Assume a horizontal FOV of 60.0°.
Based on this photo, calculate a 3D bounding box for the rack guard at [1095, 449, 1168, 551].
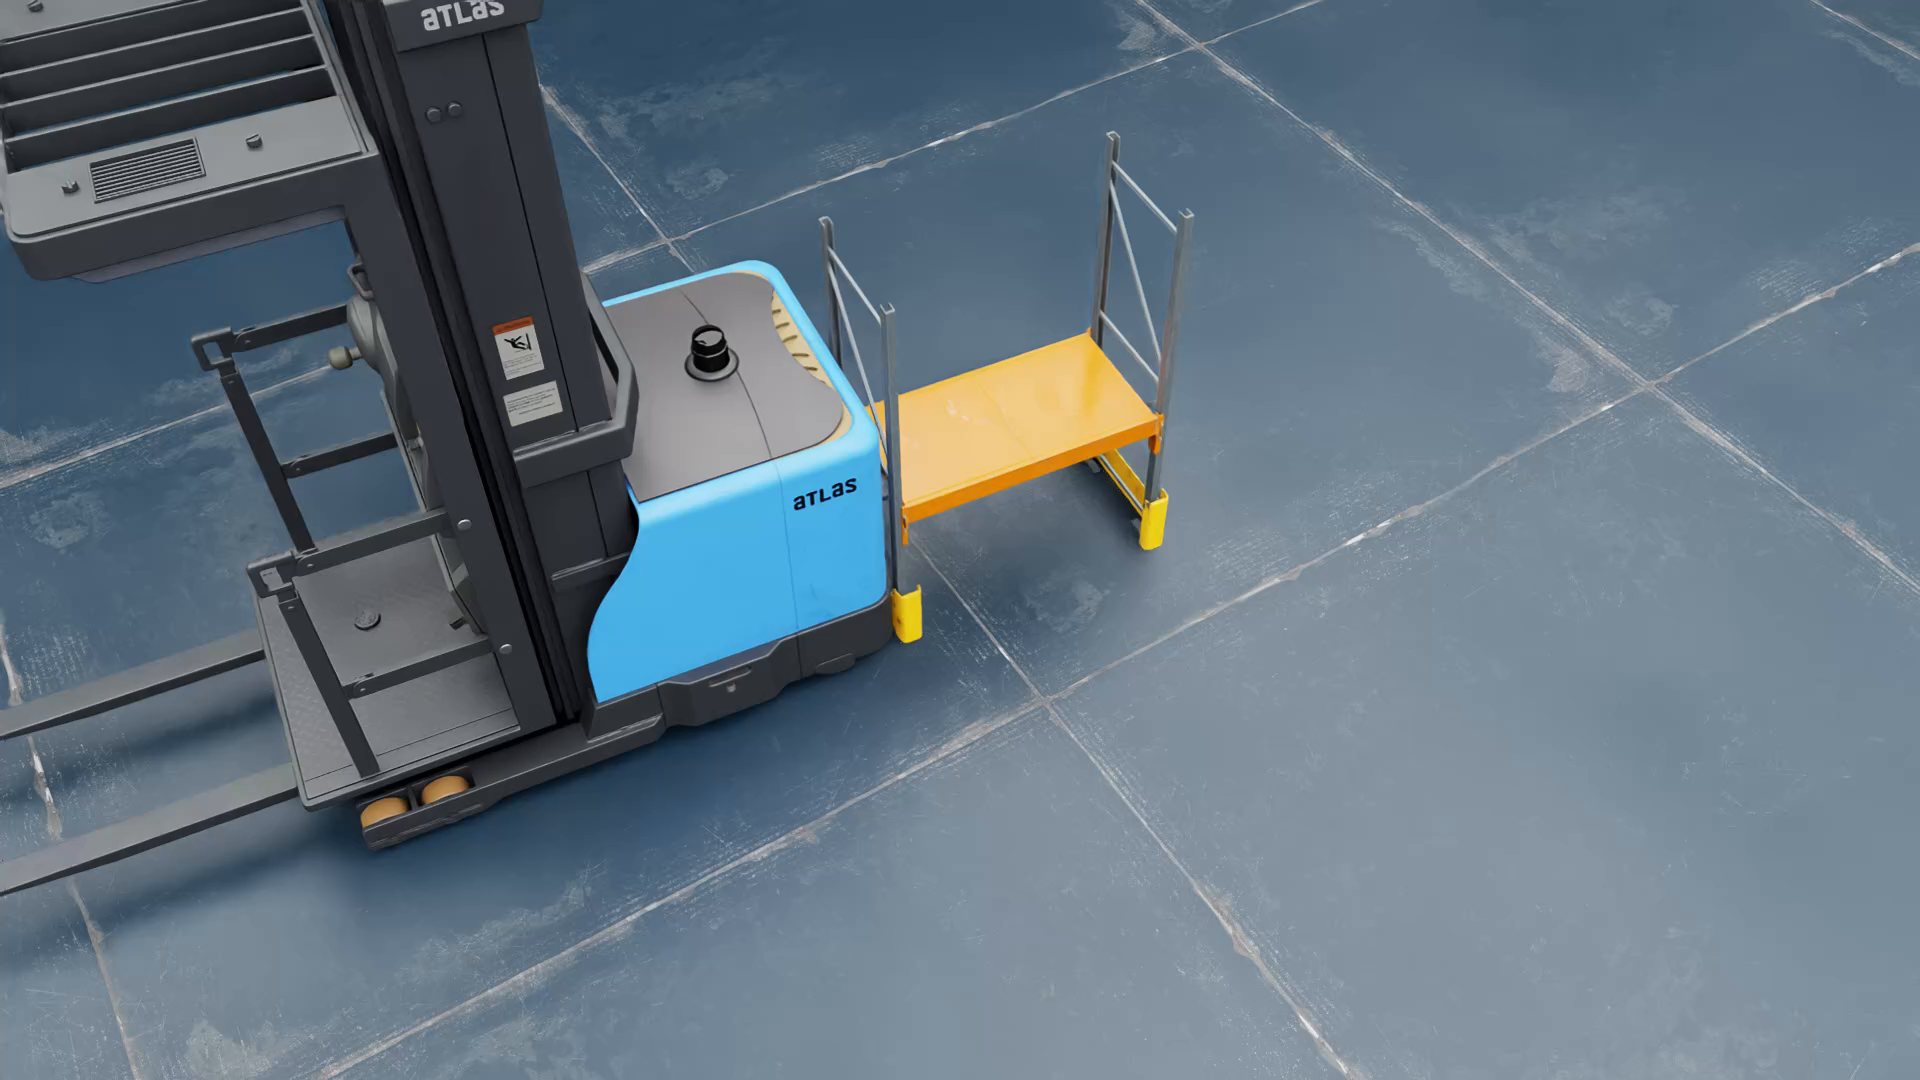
[{"bbox_3d":[0.599,-0.249,6.304,0.087,0.250,0.587,-20,51,-17],"label":"rack guard"}]

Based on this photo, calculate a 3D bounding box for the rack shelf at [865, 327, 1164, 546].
[{"bbox_3d":[0.144,-0.378,5.823,1.000,0.185,0.538,-20,51,-17],"label":"rack shelf"}]

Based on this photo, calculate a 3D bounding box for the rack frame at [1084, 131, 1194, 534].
[{"bbox_3d":[0.600,-0.665,5.838,0.032,1.500,0.500,-20,51,-17],"label":"rack frame"}]

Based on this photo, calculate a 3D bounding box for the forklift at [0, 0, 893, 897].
[{"bbox_3d":[-1.795,-0.442,4.681,3.031,2.935,1.130,-19,51,-17],"label":"forklift"}]

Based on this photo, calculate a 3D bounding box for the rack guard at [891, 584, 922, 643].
[{"bbox_3d":[-0.294,0.080,6.012,0.087,0.250,0.587,-20,51,-17],"label":"rack guard"}]

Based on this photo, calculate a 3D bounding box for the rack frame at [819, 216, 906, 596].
[{"bbox_3d":[-0.312,-0.330,5.539,0.032,1.500,0.500,-20,51,-17],"label":"rack frame"}]

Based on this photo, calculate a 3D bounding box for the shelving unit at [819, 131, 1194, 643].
[{"bbox_3d":[0.152,-0.500,5.691,1.083,1.500,0.587,-20,51,-17],"label":"shelving unit"}]
